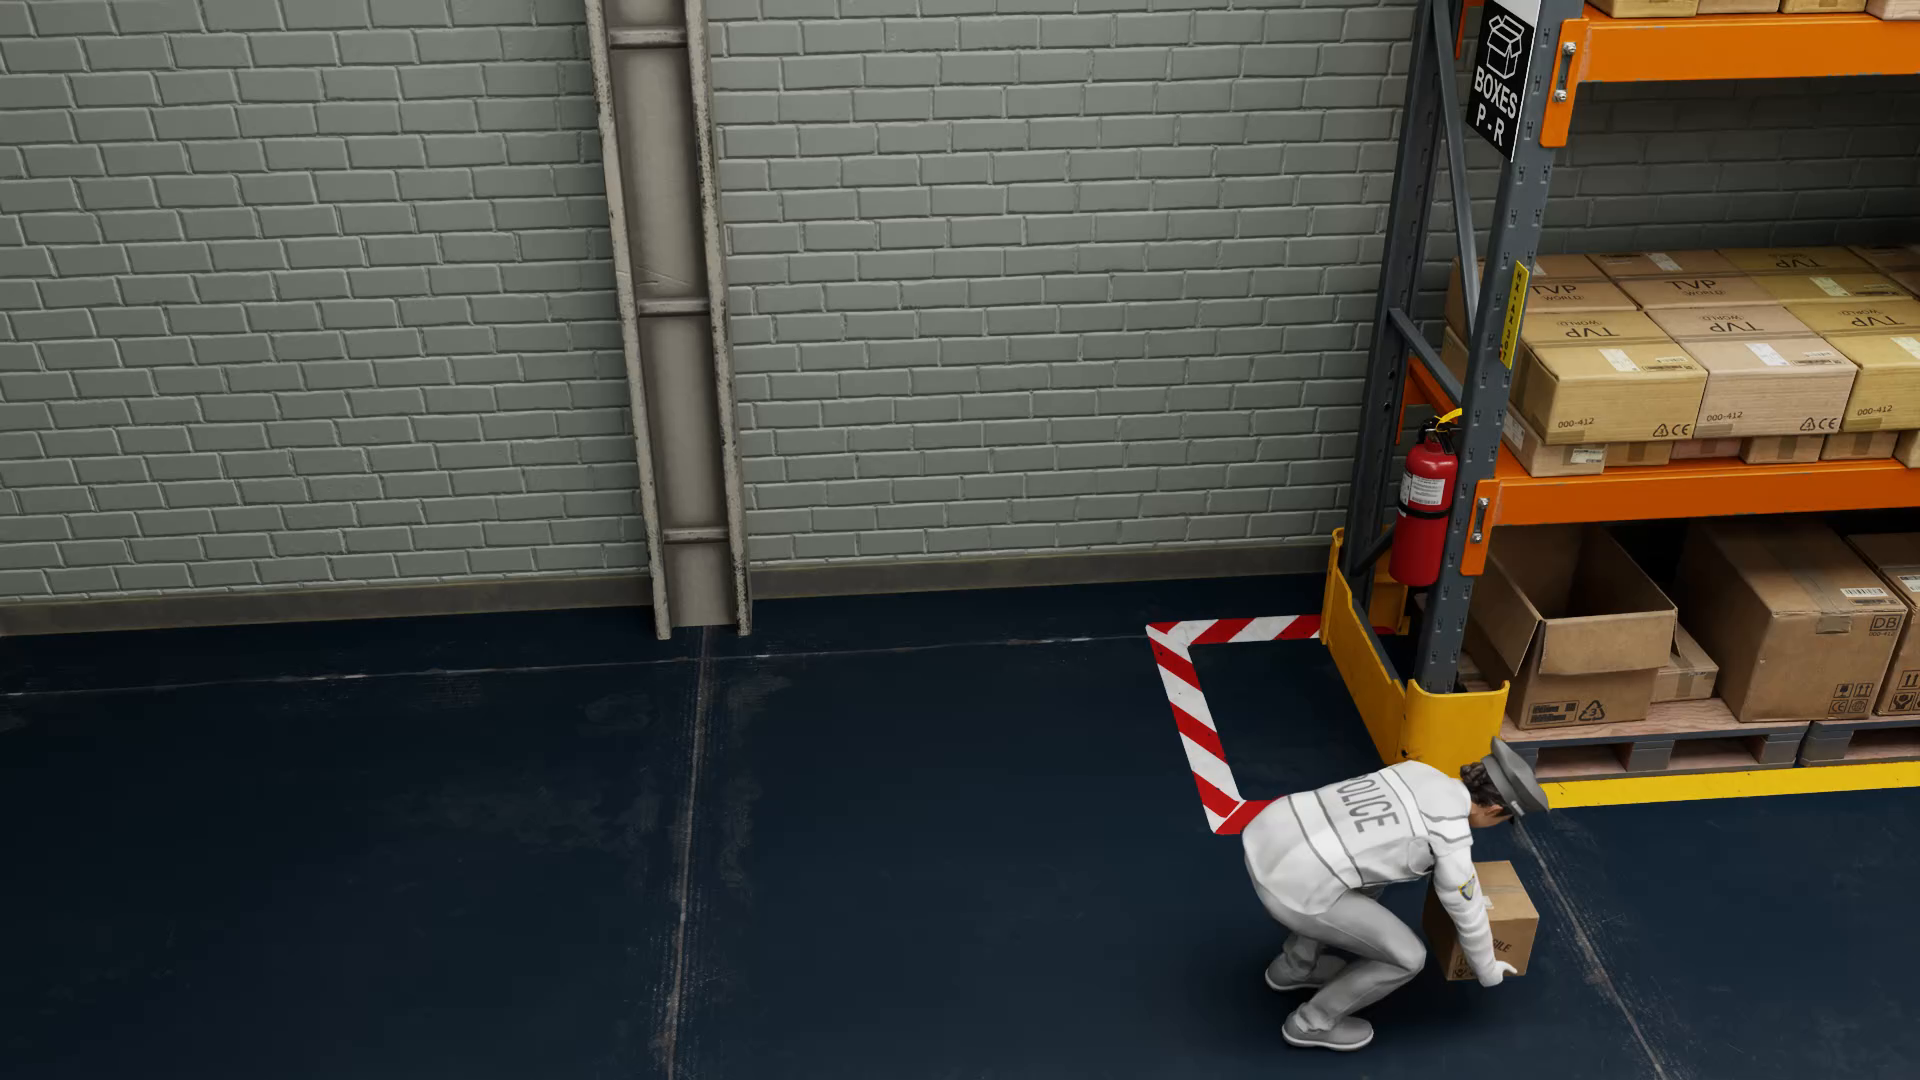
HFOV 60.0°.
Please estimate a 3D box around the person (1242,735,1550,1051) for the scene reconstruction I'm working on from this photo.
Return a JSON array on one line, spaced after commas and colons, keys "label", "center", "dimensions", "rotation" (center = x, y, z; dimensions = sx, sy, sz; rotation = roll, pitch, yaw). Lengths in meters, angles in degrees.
[{"label": "person", "center": [13.102, 1.160, 0.179], "dimensions": [23.207, 5.874, 11.919], "rotation": [-4, 32, -6]}]
